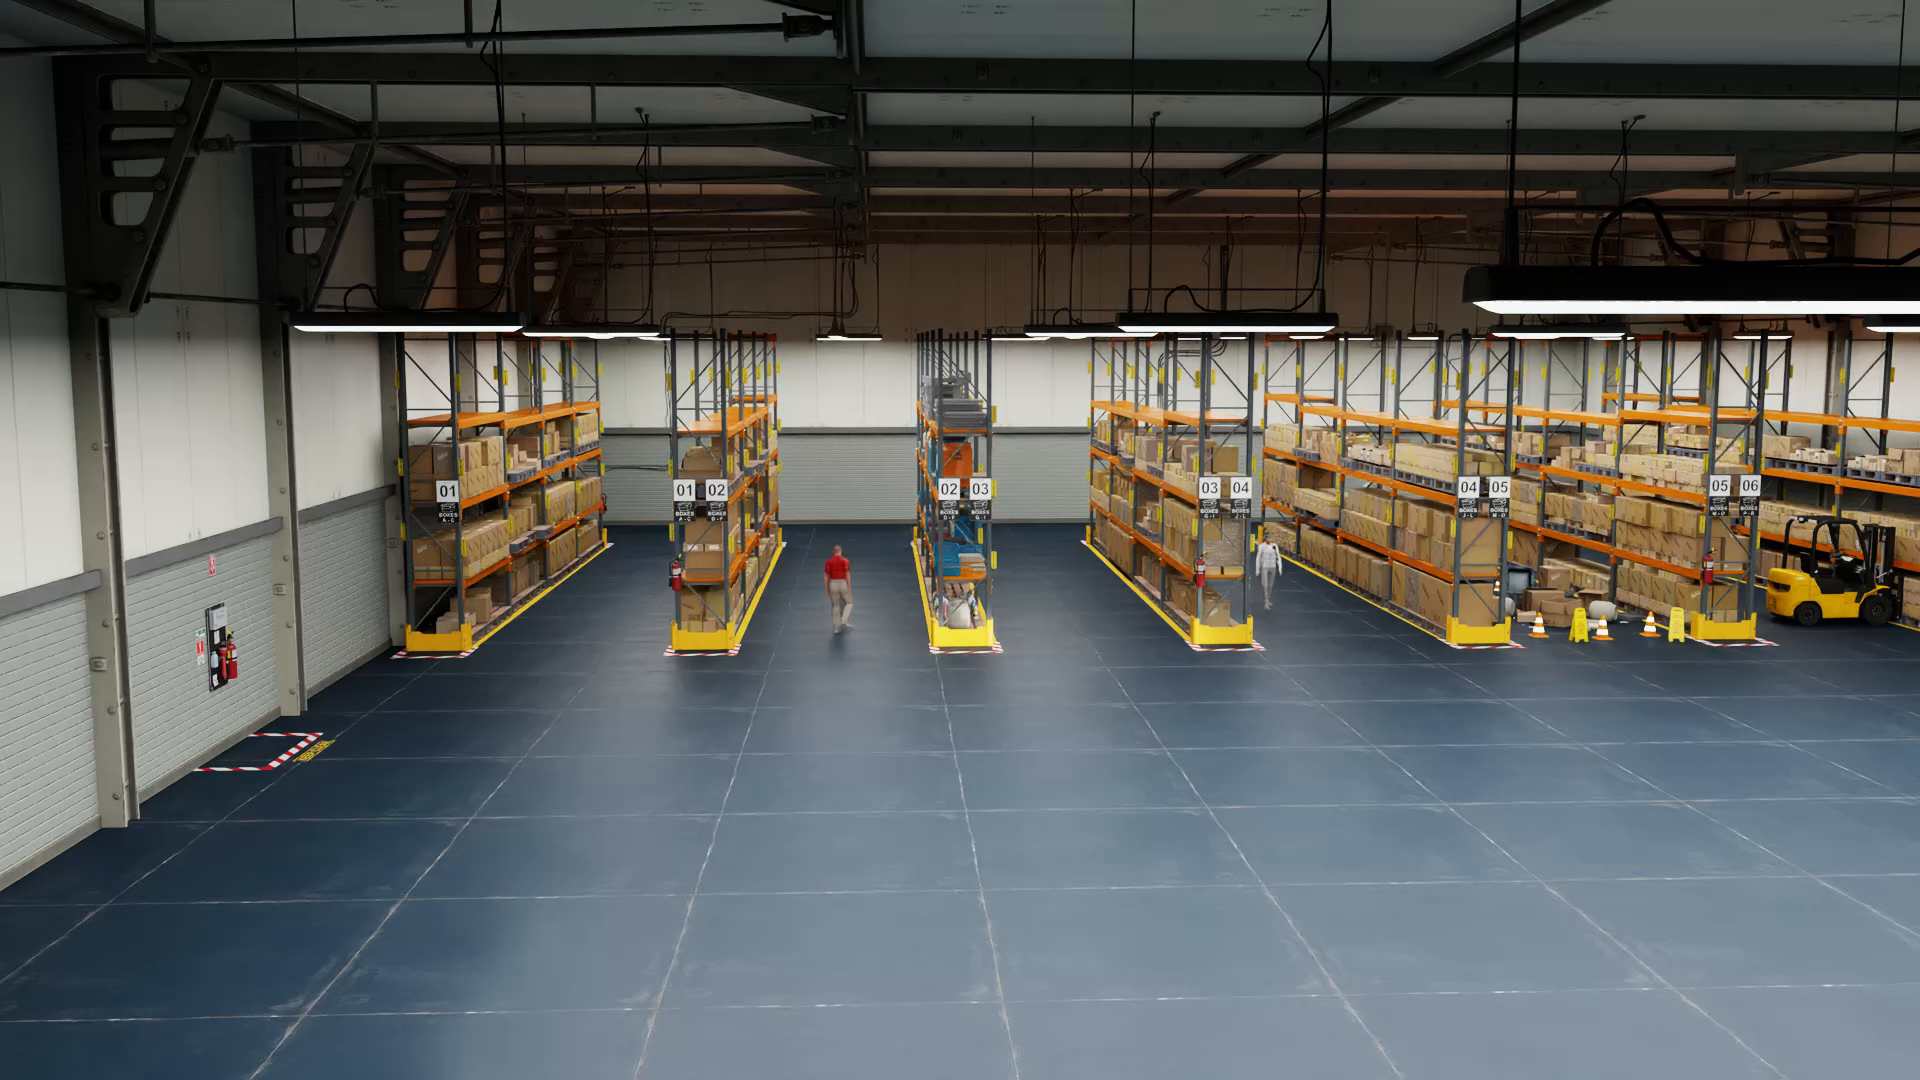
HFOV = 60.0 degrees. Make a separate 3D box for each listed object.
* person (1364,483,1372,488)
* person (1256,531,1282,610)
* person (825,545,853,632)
[{"bbox_3d":[11.708,-0.745,47.503,0.764,1.791,0.493,5,8,37],"label":"person"},{"bbox_3d":[6.716,0.645,36.125,0.543,1.690,0.616,-1,7,-8],"label":"person"},{"bbox_3d":[-2.410,0.971,33.074,0.596,1.715,0.494,1,7,8],"label":"person"}]
